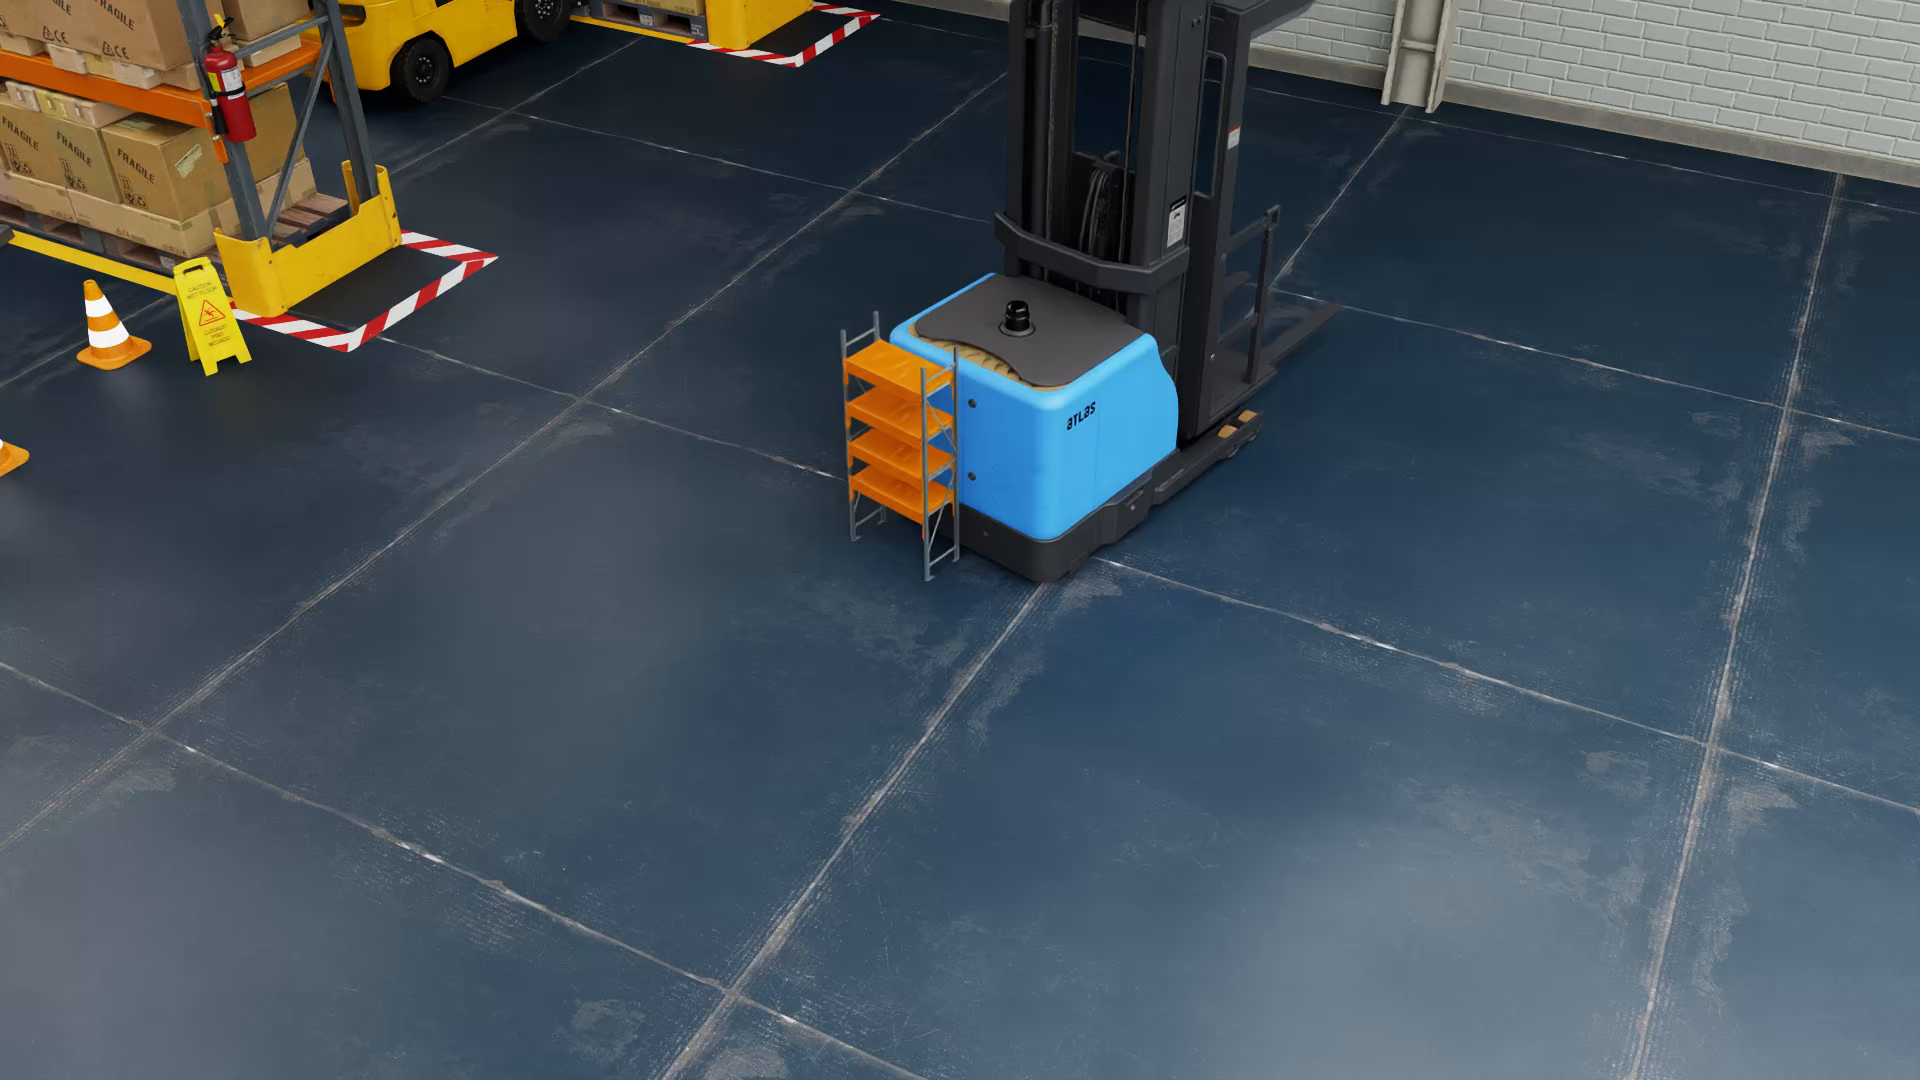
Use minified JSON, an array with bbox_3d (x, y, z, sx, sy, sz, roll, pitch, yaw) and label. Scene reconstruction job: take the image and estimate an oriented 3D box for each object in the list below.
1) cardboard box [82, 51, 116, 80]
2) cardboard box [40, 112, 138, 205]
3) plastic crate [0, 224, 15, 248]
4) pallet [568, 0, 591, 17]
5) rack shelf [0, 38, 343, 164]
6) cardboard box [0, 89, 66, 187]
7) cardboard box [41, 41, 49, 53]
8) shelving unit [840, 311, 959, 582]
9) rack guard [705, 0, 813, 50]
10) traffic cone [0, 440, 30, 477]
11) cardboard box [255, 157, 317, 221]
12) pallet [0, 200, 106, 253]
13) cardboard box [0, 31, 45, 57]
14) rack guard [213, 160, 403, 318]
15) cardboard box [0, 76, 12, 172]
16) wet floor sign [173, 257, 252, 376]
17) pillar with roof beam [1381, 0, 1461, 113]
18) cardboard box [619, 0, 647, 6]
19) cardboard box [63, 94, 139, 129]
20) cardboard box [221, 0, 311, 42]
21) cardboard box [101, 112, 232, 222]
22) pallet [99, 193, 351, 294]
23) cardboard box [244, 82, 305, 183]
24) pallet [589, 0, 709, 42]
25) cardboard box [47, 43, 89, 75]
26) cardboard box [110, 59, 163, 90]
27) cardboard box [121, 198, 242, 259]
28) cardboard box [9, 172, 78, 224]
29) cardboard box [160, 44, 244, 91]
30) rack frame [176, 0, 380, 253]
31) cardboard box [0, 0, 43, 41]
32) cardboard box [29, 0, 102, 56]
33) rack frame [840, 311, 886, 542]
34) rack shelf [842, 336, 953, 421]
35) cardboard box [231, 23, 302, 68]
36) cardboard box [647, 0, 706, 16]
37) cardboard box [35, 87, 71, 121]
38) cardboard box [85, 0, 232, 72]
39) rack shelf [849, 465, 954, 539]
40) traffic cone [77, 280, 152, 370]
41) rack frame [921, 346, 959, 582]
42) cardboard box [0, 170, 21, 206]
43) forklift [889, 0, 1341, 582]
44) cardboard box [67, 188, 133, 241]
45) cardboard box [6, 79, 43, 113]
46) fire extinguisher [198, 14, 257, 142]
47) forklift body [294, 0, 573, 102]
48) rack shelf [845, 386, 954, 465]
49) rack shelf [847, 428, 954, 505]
[{"bbox_3d":[-4.885,-2.846,9.746,0.250,0.149,0.380,17,40,21],"label":"cardboard box"},{"bbox_3d":[-5.257,-2.460,10.336,0.500,0.500,0.500,19,41,23],"label":"cardboard box"},{"bbox_3d":[-6.496,-1.936,10.754,0.583,0.080,0.402,4,37,6],"label":"plastic crate"},{"bbox_3d":[-3.459,-4.949,14.614,1.213,0.211,1.003,17,41,21],"label":"pallet"},{"bbox_3d":[-5.737,-3.133,10.511,4.000,0.370,1.077,17,41,21],"label":"rack shelf"},{"bbox_3d":[-5.702,-2.604,10.526,0.500,0.500,0.500,16,40,20],"label":"cardboard box"},{"bbox_3d":[-5.291,-3.048,10.012,0.250,0.149,0.380,18,41,22],"label":"cardboard box"},{"bbox_3d":[-0.274,-0.427,7.840,0.503,1.200,0.258,27,45,31],"label":"shelving unit"},{"bbox_3d":[-1.660,-4.527,13.820,0.348,0.500,1.175,17,41,21],"label":"rack guard"},{"bbox_3d":[-5.145,-0.589,8.663,0.334,0.463,0.336,17,41,21],"label":"traffic cone"},{"bbox_3d":[-4.550,-2.308,10.756,0.500,0.250,0.500,17,40,21],"label":"cardboard box"},{"bbox_3d":[-5.813,-2.359,11.202,1.213,0.211,1.003,17,41,21],"label":"pallet"},{"bbox_3d":[-5.560,-3.070,10.042,0.250,0.149,0.380,17,40,21],"label":"cardboard box"},{"bbox_3d":[-4.029,-1.889,10.344,0.348,0.500,1.175,17,41,21],"label":"rack guard"},{"bbox_3d":[-6.173,-2.750,10.718,0.500,0.500,0.500,20,41,24],"label":"cardboard box"},{"bbox_3d":[-4.284,-1.298,9.446,0.267,0.644,0.232,-29,46,-33],"label":"wet floor sign"},{"bbox_3d":[1.463,-4.617,6.909,0.400,9.000,9.100,17,41,21],"label":"pillar with roof beam"},{"bbox_3d":[-2.681,-4.706,13.915,0.500,0.250,0.500,17,41,21],"label":"cardboard box"},{"bbox_3d":[-5.149,-2.641,10.038,0.250,0.149,0.380,19,41,23],"label":"cardboard box"},{"bbox_3d":[-4.254,-3.302,9.810,0.500,0.500,0.500,17,40,21],"label":"cardboard box"},{"bbox_3d":[-4.792,-2.317,10.148,0.500,0.500,0.500,18,41,22],"label":"cardboard box"},{"bbox_3d":[-4.734,-2.019,10.754,1.213,0.211,1.003,17,41,21],"label":"pallet"},{"bbox_3d":[-4.572,-2.613,10.538,0.500,0.500,0.500,16,40,20],"label":"cardboard box"},{"bbox_3d":[-2.380,-4.609,14.167,1.213,0.211,1.003,17,41,21],"label":"pallet"},{"bbox_3d":[-5.128,-2.901,9.819,0.250,0.149,0.380,18,41,22],"label":"cardboard box"},{"bbox_3d":[-4.668,-2.763,9.637,0.250,0.149,0.380,17,40,21],"label":"cardboard box"},{"bbox_3d":[-4.824,-2.022,10.380,0.500,0.250,0.500,17,40,21],"label":"cardboard box"},{"bbox_3d":[-5.726,-2.306,10.754,0.500,0.250,0.500,16,40,20],"label":"cardboard box"},{"bbox_3d":[-4.392,-2.752,9.623,0.250,0.149,0.380,19,41,23],"label":"cardboard box"},{"bbox_3d":[-3.961,-2.863,9.561,0.127,3.000,1.000,17,41,21],"label":"rack frame"},{"bbox_3d":[-5.455,-3.307,9.817,0.500,0.500,0.500,17,40,21],"label":"cardboard box"},{"bbox_3d":[-5.012,-3.166,9.631,0.500,0.500,0.500,17,41,22],"label":"cardboard box"},{"bbox_3d":[-0.459,-0.523,7.966,0.015,1.200,0.240,27,45,31],"label":"rack frame"},{"bbox_3d":[-0.274,-0.740,7.602,0.480,0.148,0.258,27,45,31],"label":"rack shelf"},{"bbox_3d":[-4.168,-2.969,9.908,0.250,0.149,0.380,18,41,22],"label":"cardboard box"},{"bbox_3d":[-2.244,-4.562,13.726,0.500,0.250,0.500,18,41,22],"label":"cardboard box"},{"bbox_3d":[-5.371,-2.713,10.133,0.250,0.149,0.380,18,41,22],"label":"cardboard box"},{"bbox_3d":[-4.570,-3.025,9.445,0.500,0.500,0.500,17,40,21],"label":"cardboard box"},{"bbox_3d":[-0.273,-0.216,8.001,0.480,0.148,0.258,27,45,31],"label":"rack shelf"},{"bbox_3d":[-4.936,-1.280,9.573,0.334,0.463,0.336,17,41,21],"label":"traffic cone"},{"bbox_3d":[-0.089,-0.331,7.713,0.015,1.200,0.240,27,45,31],"label":"rack frame"},{"bbox_3d":[-6.162,-2.450,10.943,0.500,0.250,0.500,17,40,21],"label":"cardboard box"},{"bbox_3d":[0.988,-1.787,8.200,1.130,2.935,3.031,27,45,31],"label":"forklift"},{"bbox_3d":[-5.259,-2.164,10.566,0.500,0.250,0.500,18,41,22],"label":"cardboard box"},{"bbox_3d":[-5.604,-2.787,10.230,0.250,0.149,0.380,19,41,23],"label":"cardboard box"},{"bbox_3d":[-4.071,-2.553,9.216,0.183,0.674,0.296,17,41,21],"label":"fire extinguisher"},{"bbox_3d":[-4.205,-4.739,12.734,1.214,2.155,2.313,17,41,21],"label":"forklift body"},{"bbox_3d":[-0.274,-0.552,7.745,0.480,0.148,0.258,27,45,31],"label":"rack shelf"},{"bbox_3d":[-0.274,-0.374,7.881,0.480,0.148,0.258,27,45,31],"label":"rack shelf"}]
